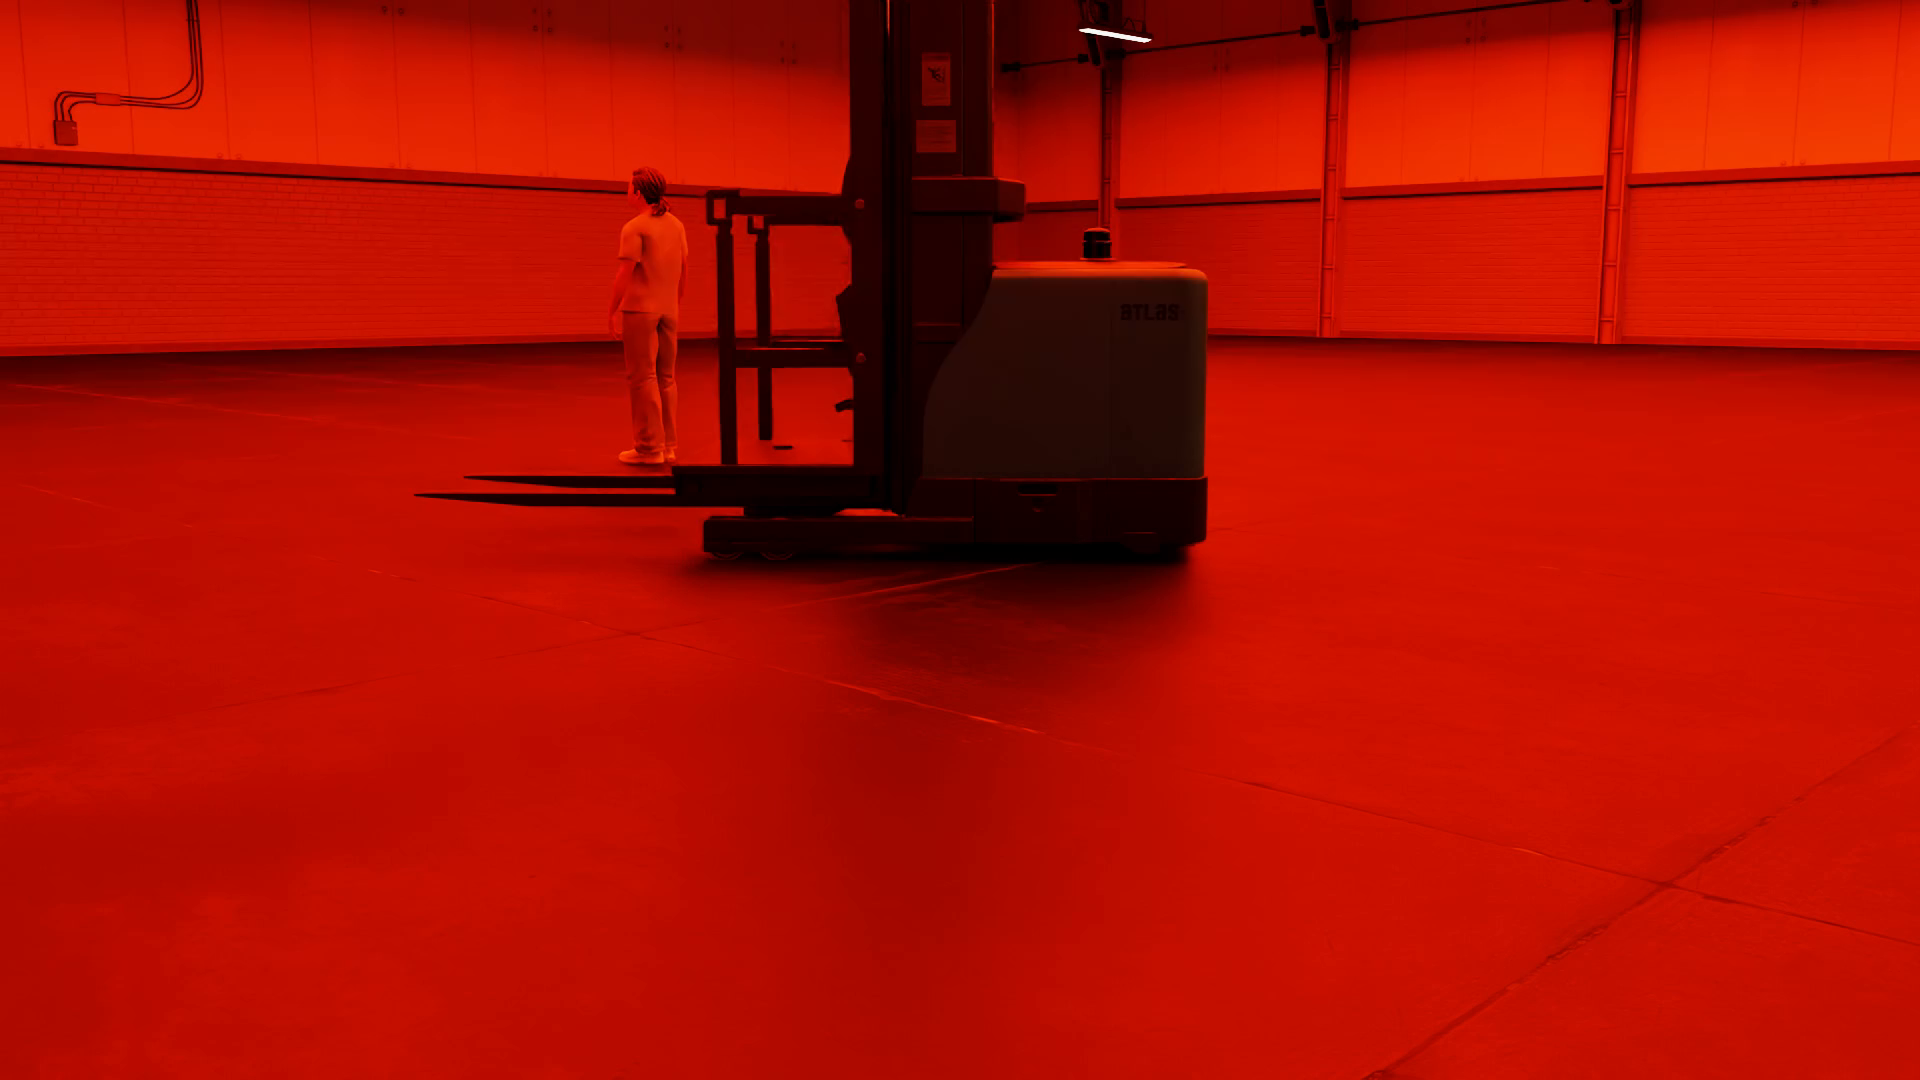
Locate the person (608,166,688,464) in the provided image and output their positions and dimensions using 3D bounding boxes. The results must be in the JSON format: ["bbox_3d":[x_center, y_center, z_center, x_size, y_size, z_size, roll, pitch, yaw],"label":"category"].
[{"bbox_3d":[-1.813,-1.271,9.481,0.549,1.674,0.549,6,11,37],"label":"person"}]

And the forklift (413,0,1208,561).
[{"bbox_3d":[-0.581,-1.449,6.494,3.031,2.935,1.130,0,9,1],"label":"forklift"}]
